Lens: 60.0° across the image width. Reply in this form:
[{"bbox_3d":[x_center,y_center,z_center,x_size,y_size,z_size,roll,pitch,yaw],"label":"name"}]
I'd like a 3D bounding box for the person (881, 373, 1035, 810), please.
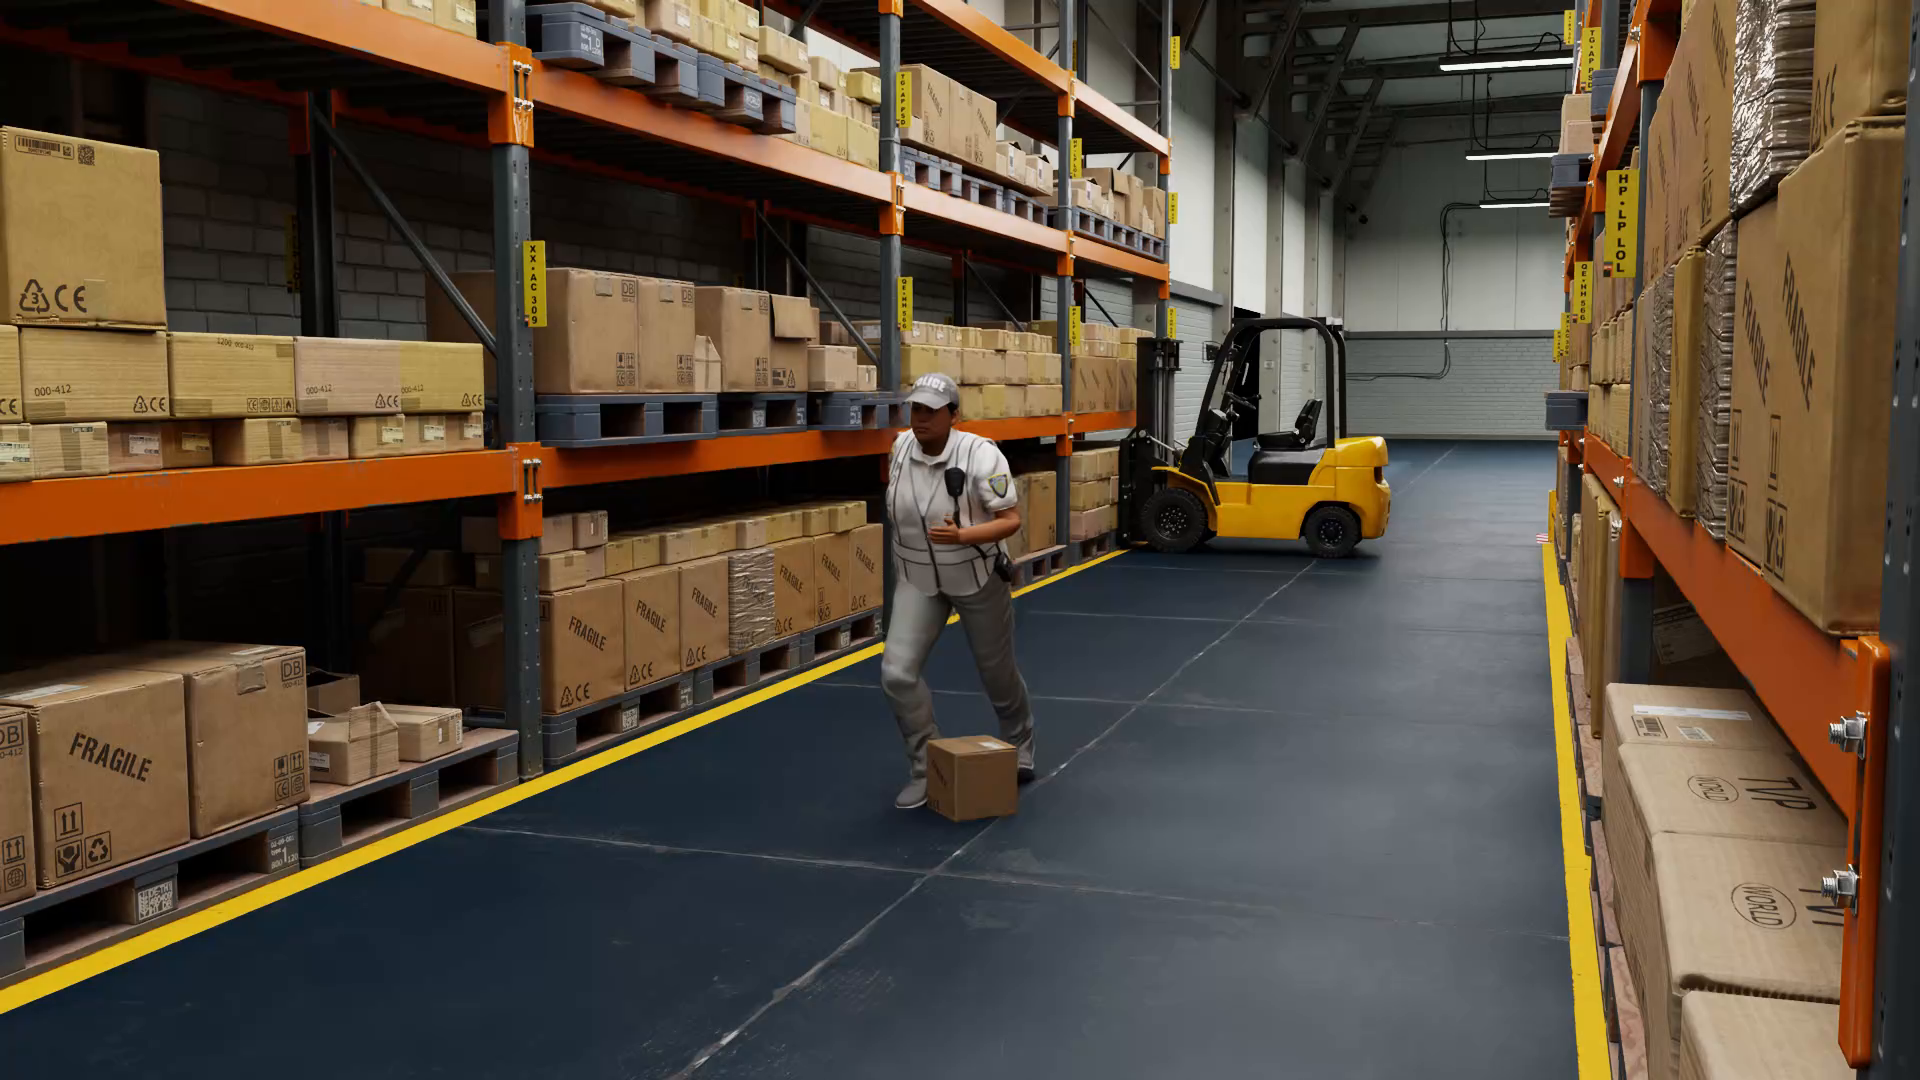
[{"bbox_3d":[-0.025,0.180,6.242,0.594,1.606,0.917,2,6,16],"label":"person"}]
